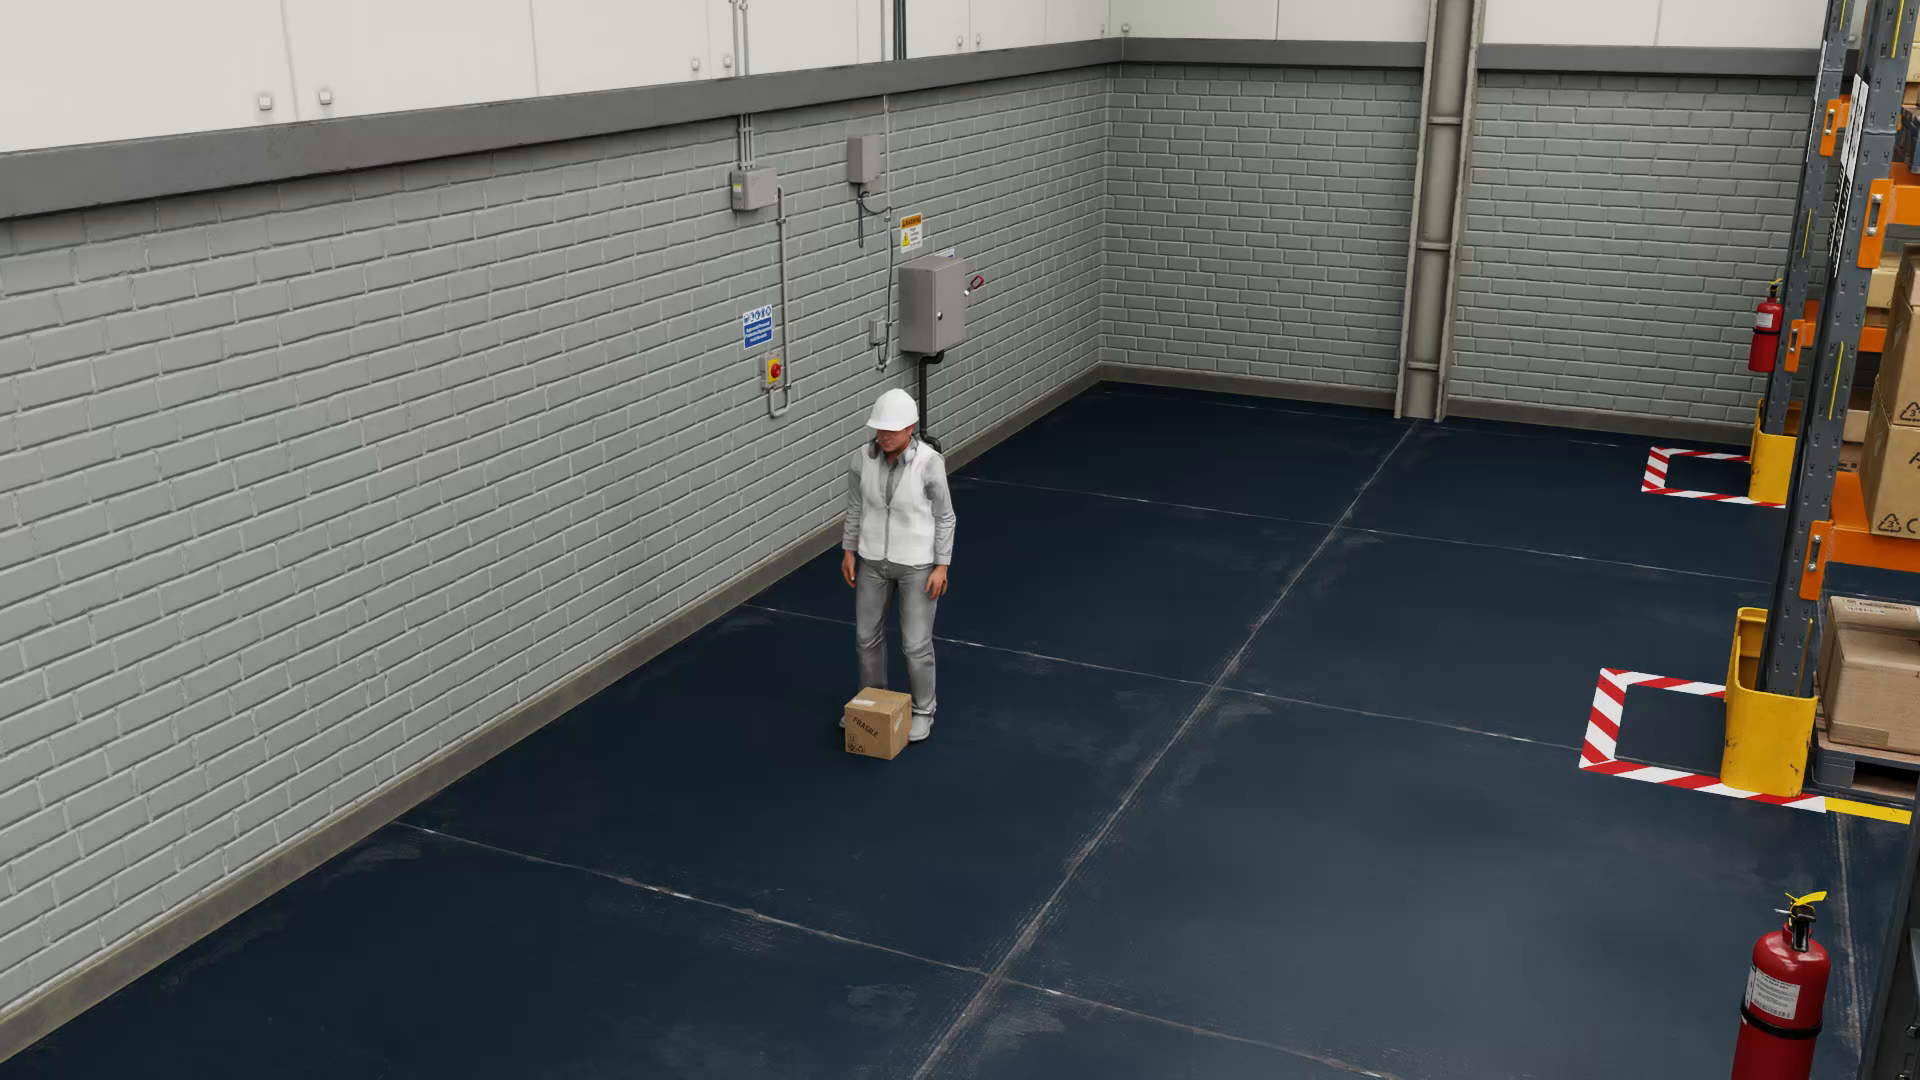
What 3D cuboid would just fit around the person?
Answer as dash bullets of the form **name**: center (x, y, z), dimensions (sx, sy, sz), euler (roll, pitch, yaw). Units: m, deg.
- **person**: center (-0.310, 0.108, 8.213), dimensions (0.580, 1.767, 0.461), euler (8, 20, 21)
